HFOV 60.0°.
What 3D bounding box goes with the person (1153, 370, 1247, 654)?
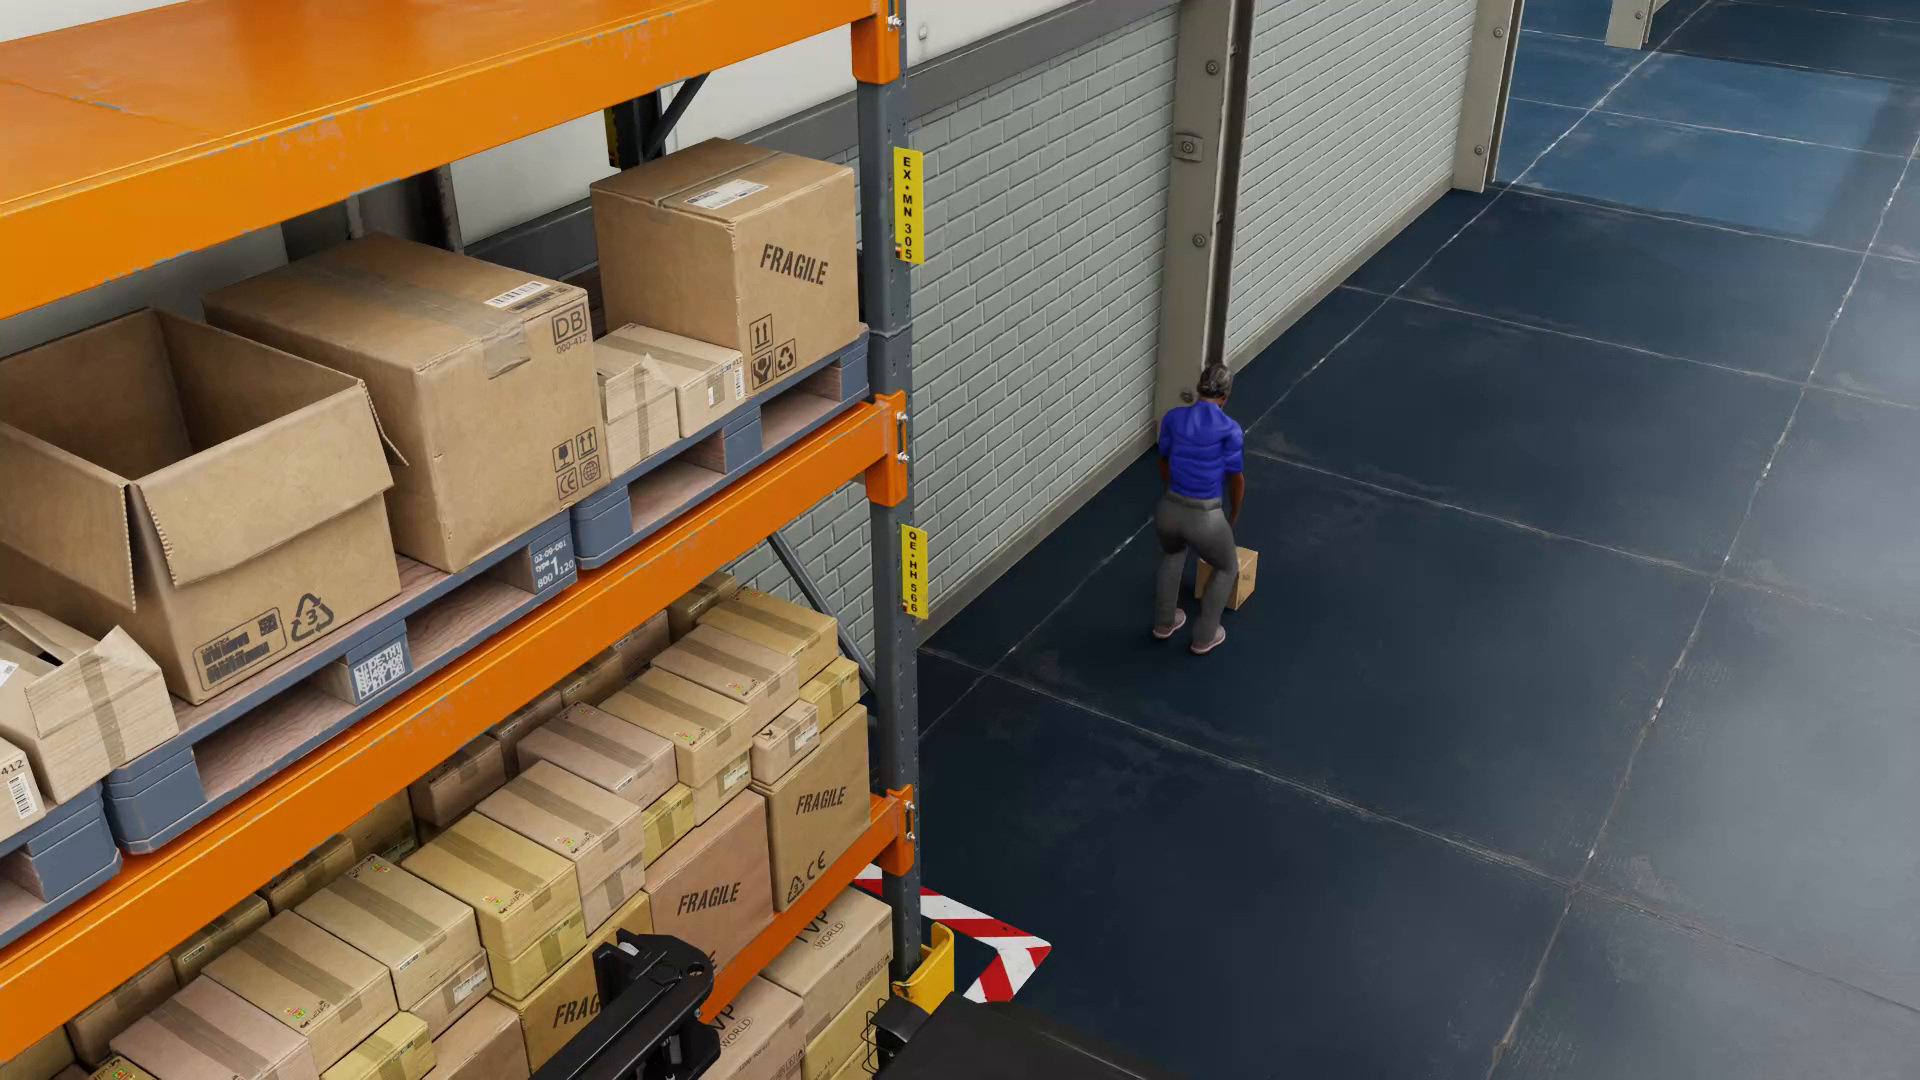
[{"bbox_3d":[1.202,-0.131,8.560,0.490,1.465,0.556,18,35,28],"label":"person"}]
